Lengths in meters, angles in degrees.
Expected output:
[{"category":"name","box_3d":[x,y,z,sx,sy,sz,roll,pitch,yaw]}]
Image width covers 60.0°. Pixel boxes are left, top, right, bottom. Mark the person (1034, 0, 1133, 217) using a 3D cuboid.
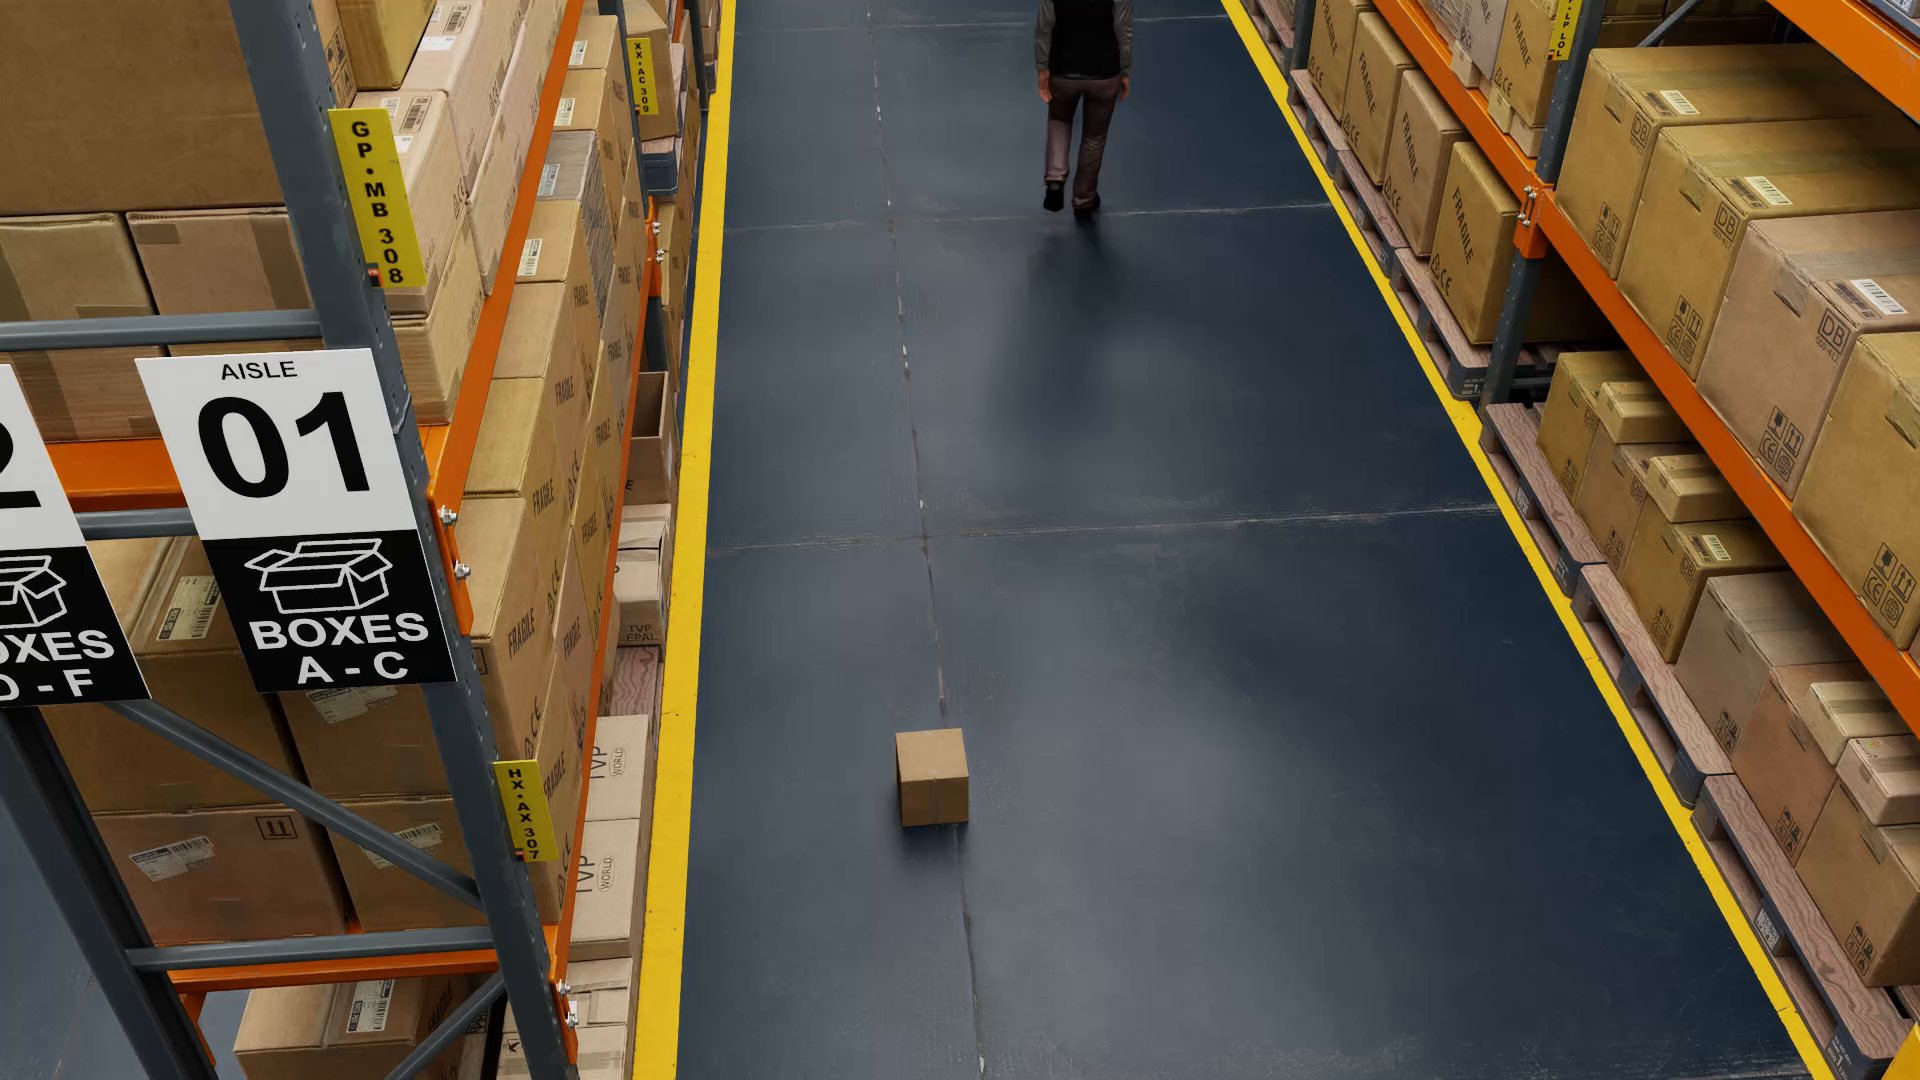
[{"category":"person","box_3d":[0.692,-2.625,9.396,0.544,1.710,0.498,8,40,10]}]
